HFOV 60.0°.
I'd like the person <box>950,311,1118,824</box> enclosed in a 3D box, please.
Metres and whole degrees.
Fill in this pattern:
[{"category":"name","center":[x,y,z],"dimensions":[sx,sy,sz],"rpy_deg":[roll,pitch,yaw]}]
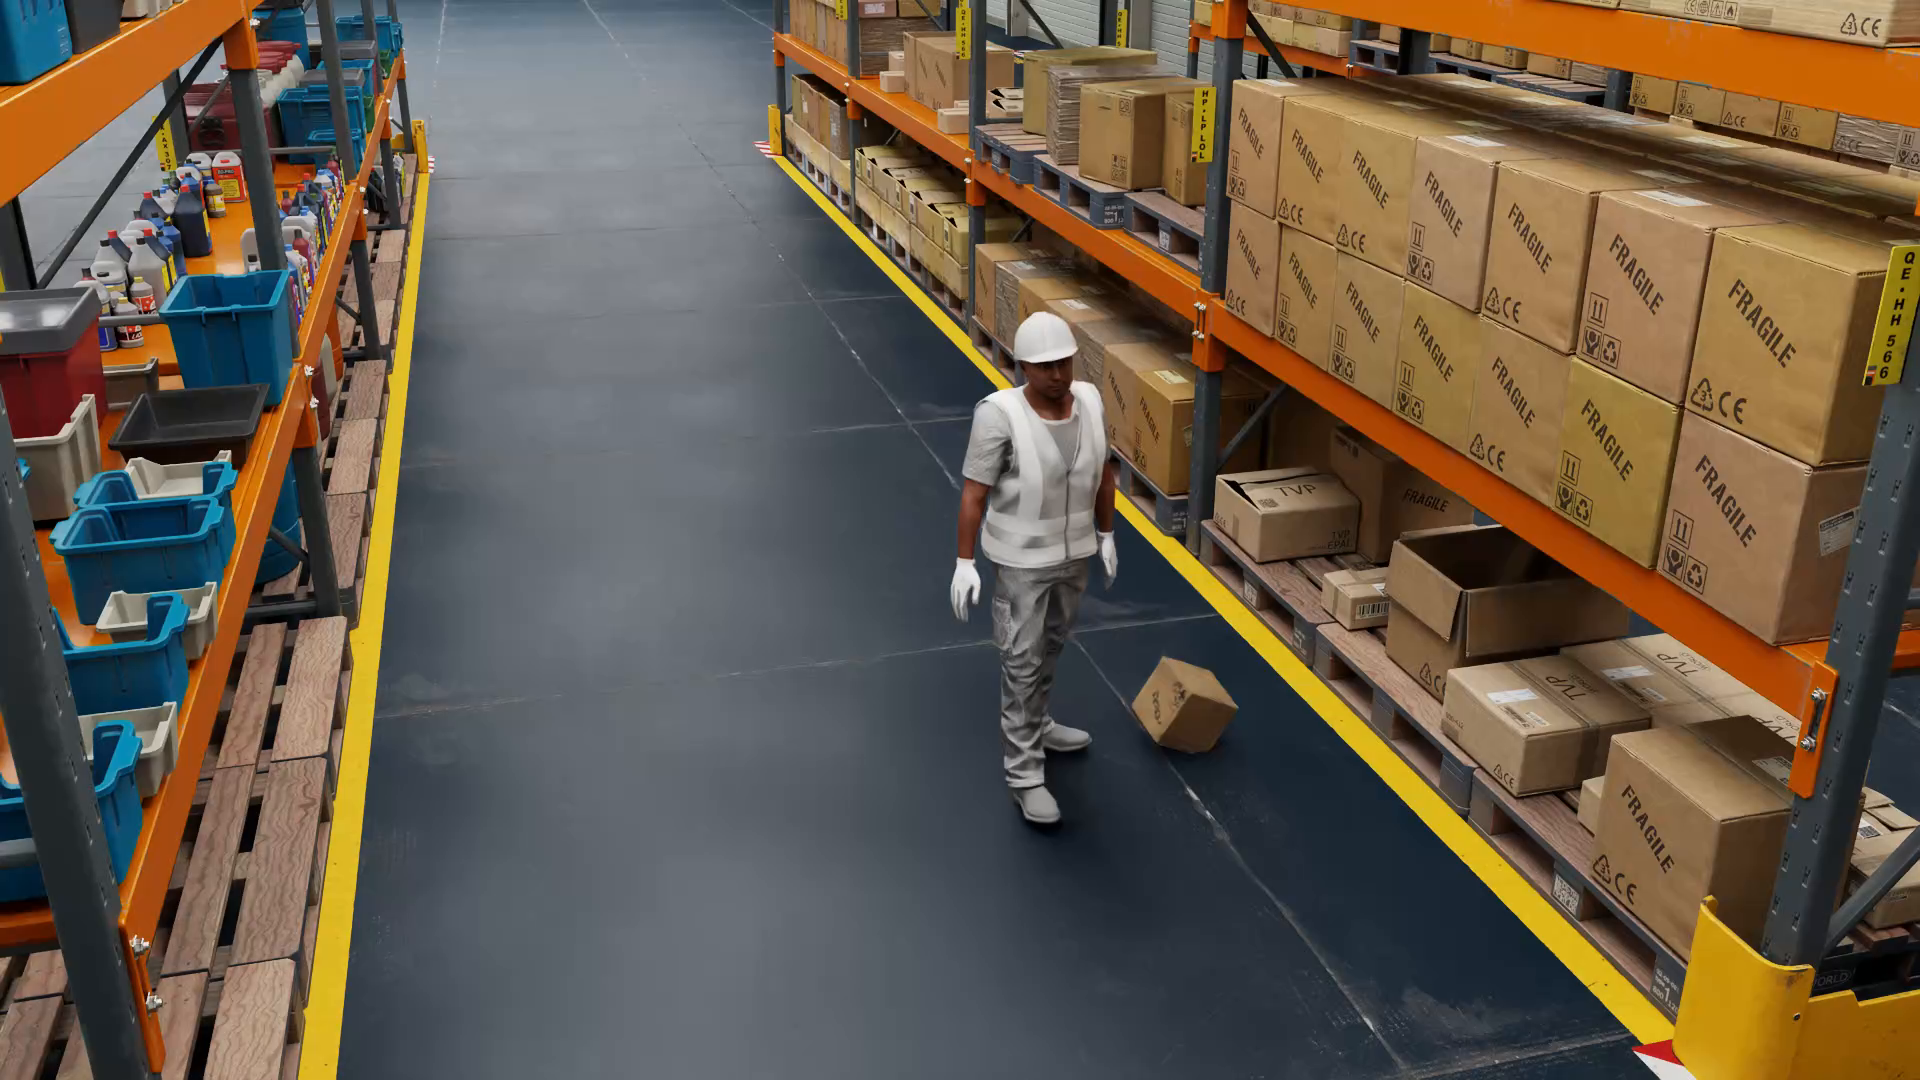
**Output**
[{"category":"person","center":[0.284,0.084,5.835],"dimensions":[0.701,1.785,0.635],"rpy_deg":[-15,27,-32]}]
